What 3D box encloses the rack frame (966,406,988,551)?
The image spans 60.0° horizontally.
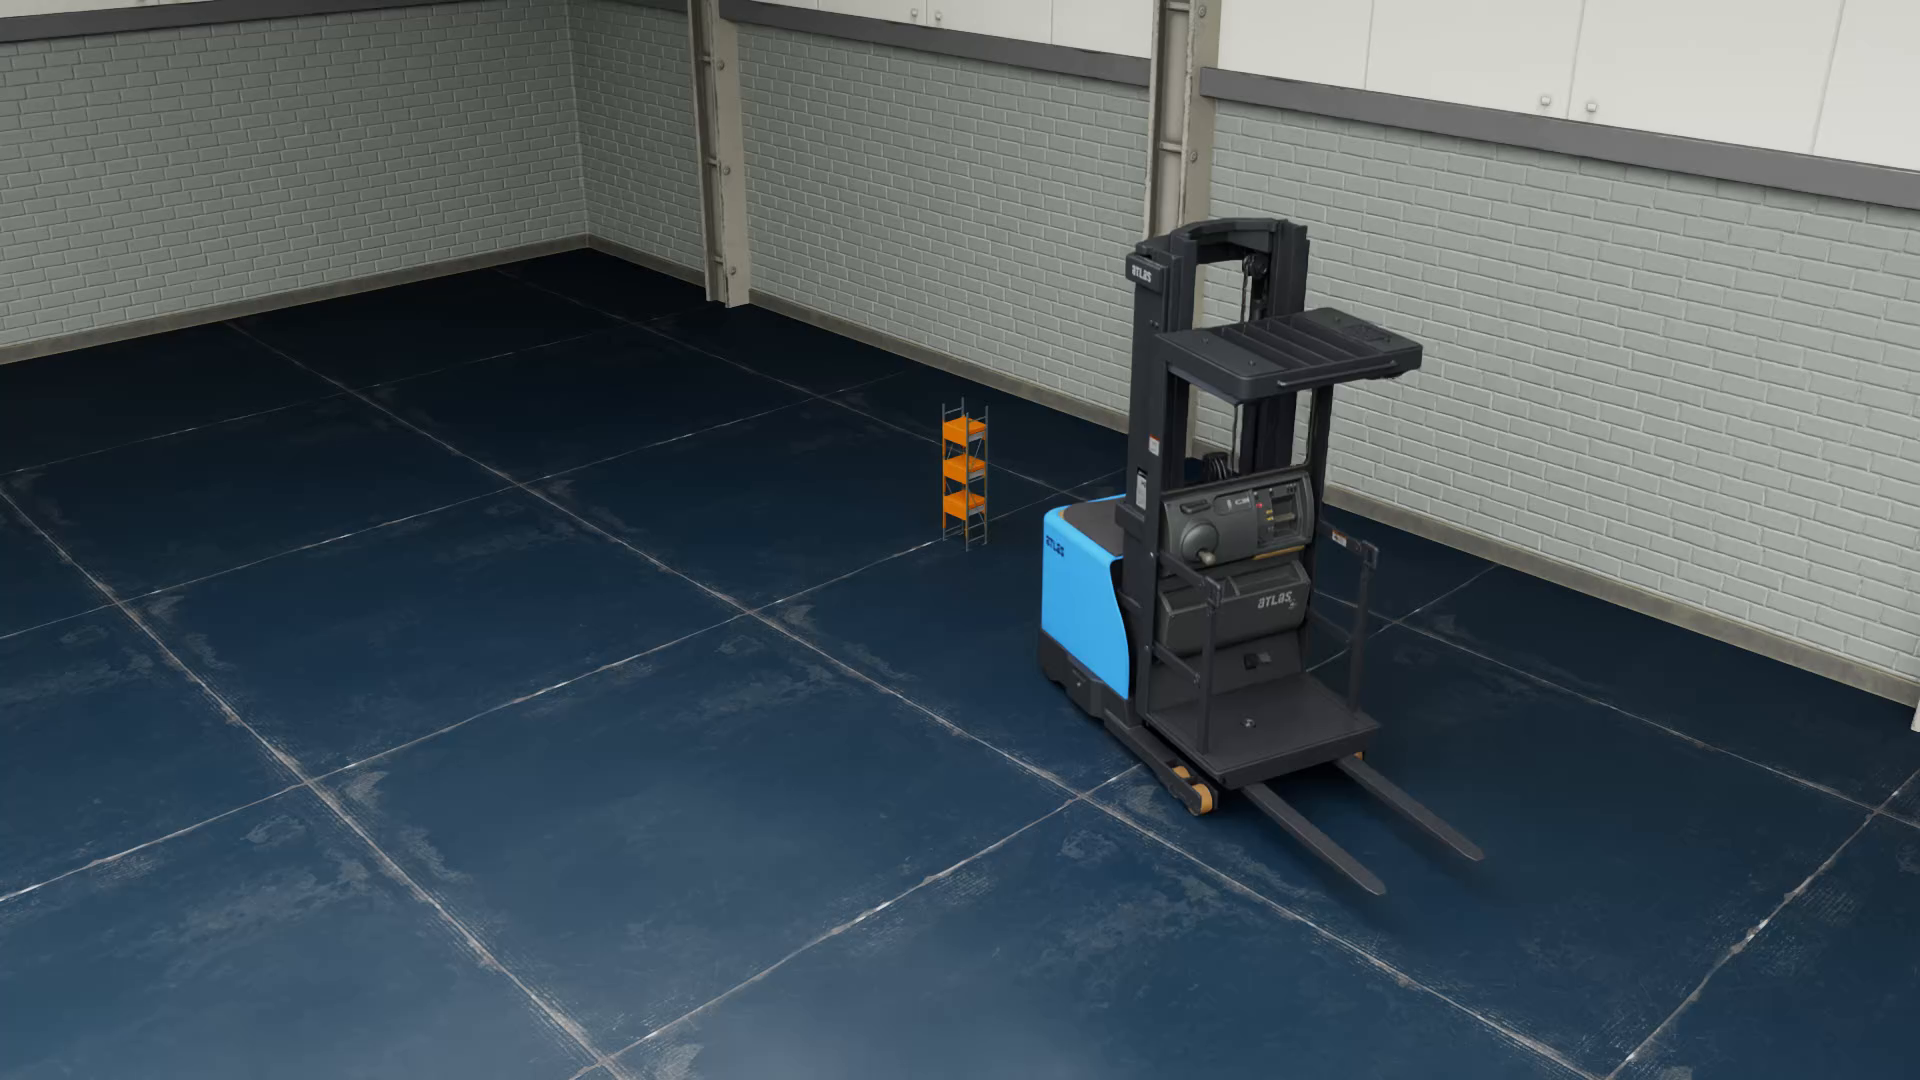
[{"bbox_3d":[0.120,-0.424,11.712,0.200,1.050,0.008,-21,32,-38],"label":"rack frame"}]

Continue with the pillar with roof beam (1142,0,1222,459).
[{"bbox_3d":[-1.483,-3.579,9.050,9.100,9.000,0.400,-21,32,-38],"label":"pillar with roof beam"}]

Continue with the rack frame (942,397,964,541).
[{"bbox_3d":[-0.047,-0.498,11.874,0.200,1.050,0.008,-21,32,-38],"label":"rack frame"}]

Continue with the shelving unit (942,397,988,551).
[{"bbox_3d":[0.037,-0.461,11.793,0.215,1.050,0.252,-21,32,-38],"label":"shelving unit"}]

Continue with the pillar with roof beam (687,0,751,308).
[{"bbox_3d":[-5.584,-5.397,13.035,9.100,9.000,0.400,-21,32,-38],"label":"pillar with roof beam"}]

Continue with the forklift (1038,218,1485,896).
[{"bbox_3d":[1.590,-0.080,8.690,1.130,2.935,3.031,-12,27,-24],"label":"forklift"}]

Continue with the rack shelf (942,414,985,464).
[{"bbox_3d":[0.037,-0.710,11.680,0.215,0.259,0.240,-21,32,-38],"label":"rack shelf"}]

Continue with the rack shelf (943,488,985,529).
[{"bbox_3d":[0.037,-0.199,11.913,0.215,0.259,0.240,-21,32,-38],"label":"rack shelf"}]

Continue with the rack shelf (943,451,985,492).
[{"bbox_3d":[0.037,-0.452,11.798,0.215,0.259,0.240,-21,32,-38],"label":"rack shelf"}]
